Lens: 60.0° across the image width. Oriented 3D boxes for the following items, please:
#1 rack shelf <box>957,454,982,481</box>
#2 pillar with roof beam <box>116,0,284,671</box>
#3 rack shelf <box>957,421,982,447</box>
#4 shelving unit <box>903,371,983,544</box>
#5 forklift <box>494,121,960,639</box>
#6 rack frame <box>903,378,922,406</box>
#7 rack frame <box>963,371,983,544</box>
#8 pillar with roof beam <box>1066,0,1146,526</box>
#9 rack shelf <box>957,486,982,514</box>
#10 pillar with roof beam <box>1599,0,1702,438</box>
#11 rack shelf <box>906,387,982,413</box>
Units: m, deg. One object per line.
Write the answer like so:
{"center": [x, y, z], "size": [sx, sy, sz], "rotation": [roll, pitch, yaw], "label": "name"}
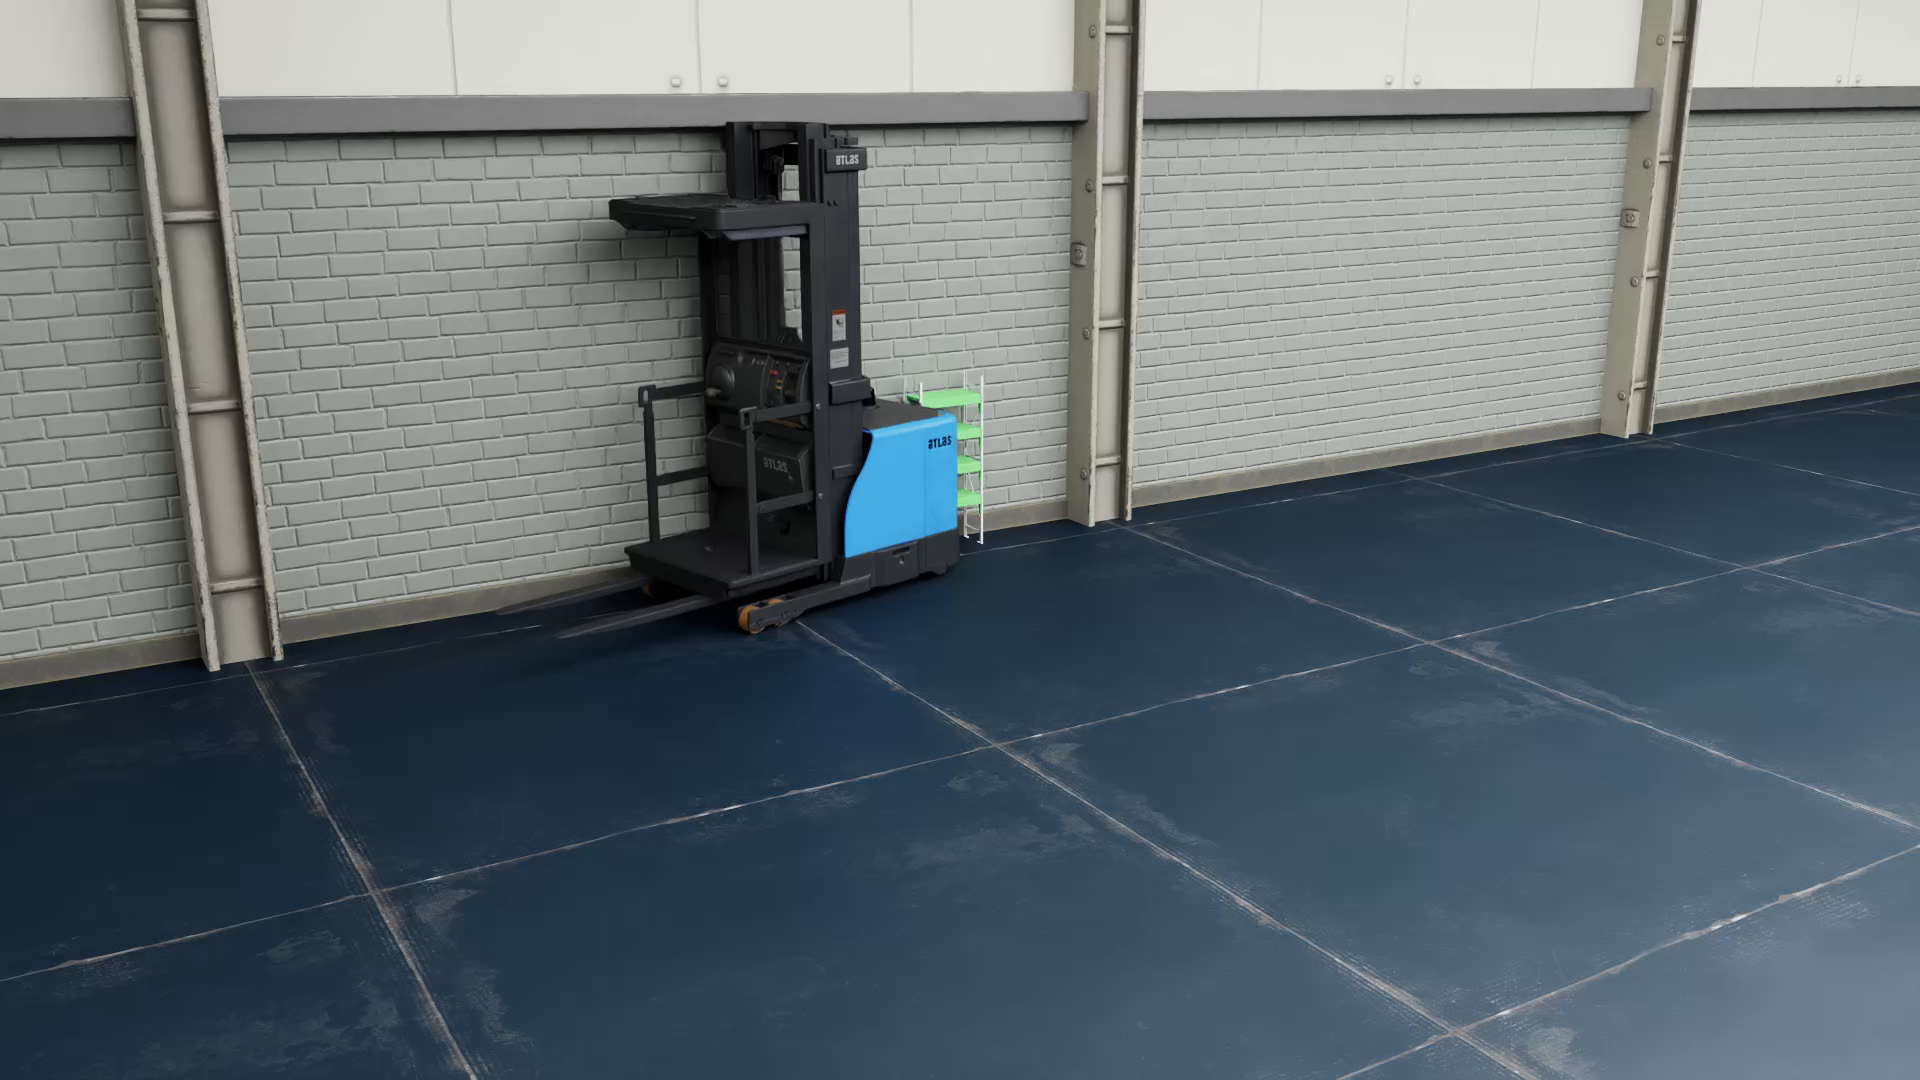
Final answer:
{"center": [-0.116, -0.483, 11.643], "size": [0.480, 0.148, 0.258], "rotation": [-9, 18, -30], "label": "rack shelf"}
{"center": [-1.887, -2.665, 4.744], "size": [0.400, 9.000, 9.100], "rotation": [-9, 18, -30], "label": "pillar with roof beam"}
{"center": [-0.116, -0.714, 11.579], "size": [0.480, 0.148, 0.258], "rotation": [-9, 18, -30], "label": "rack shelf"}
{"center": [-0.116, -0.544, 11.626], "size": [0.503, 1.200, 0.258], "rotation": [-9, 18, -30], "label": "shelving unit"}
{"center": [-1.394, -1.009, 10.081], "size": [1.130, 2.935, 3.031], "rotation": [15, 21, 42], "label": "forklift"}
{"center": [-0.324, -0.510, 11.503], "size": [0.015, 1.200, 0.240], "rotation": [-9, 18, -30], "label": "rack frame"}
{"center": [0.092, -0.579, 11.749], "size": [0.015, 1.200, 0.240], "rotation": [-9, 18, -30], "label": "rack frame"}
{"center": [3.257, -3.499, 7.720], "size": [0.400, 9.000, 9.100], "rotation": [-9, 18, -30], "label": "pillar with roof beam"}
{"center": [-0.115, -0.251, 11.707], "size": [0.480, 0.148, 0.258], "rotation": [-9, 18, -30], "label": "rack shelf"}
{"center": [8.400, -4.333, 10.695], "size": [0.400, 9.000, 9.100], "rotation": [-9, 18, -30], "label": "pillar with roof beam"}
{"center": [-0.117, -0.945, 11.515], "size": [0.480, 0.148, 0.258], "rotation": [-9, 18, -30], "label": "rack shelf"}
